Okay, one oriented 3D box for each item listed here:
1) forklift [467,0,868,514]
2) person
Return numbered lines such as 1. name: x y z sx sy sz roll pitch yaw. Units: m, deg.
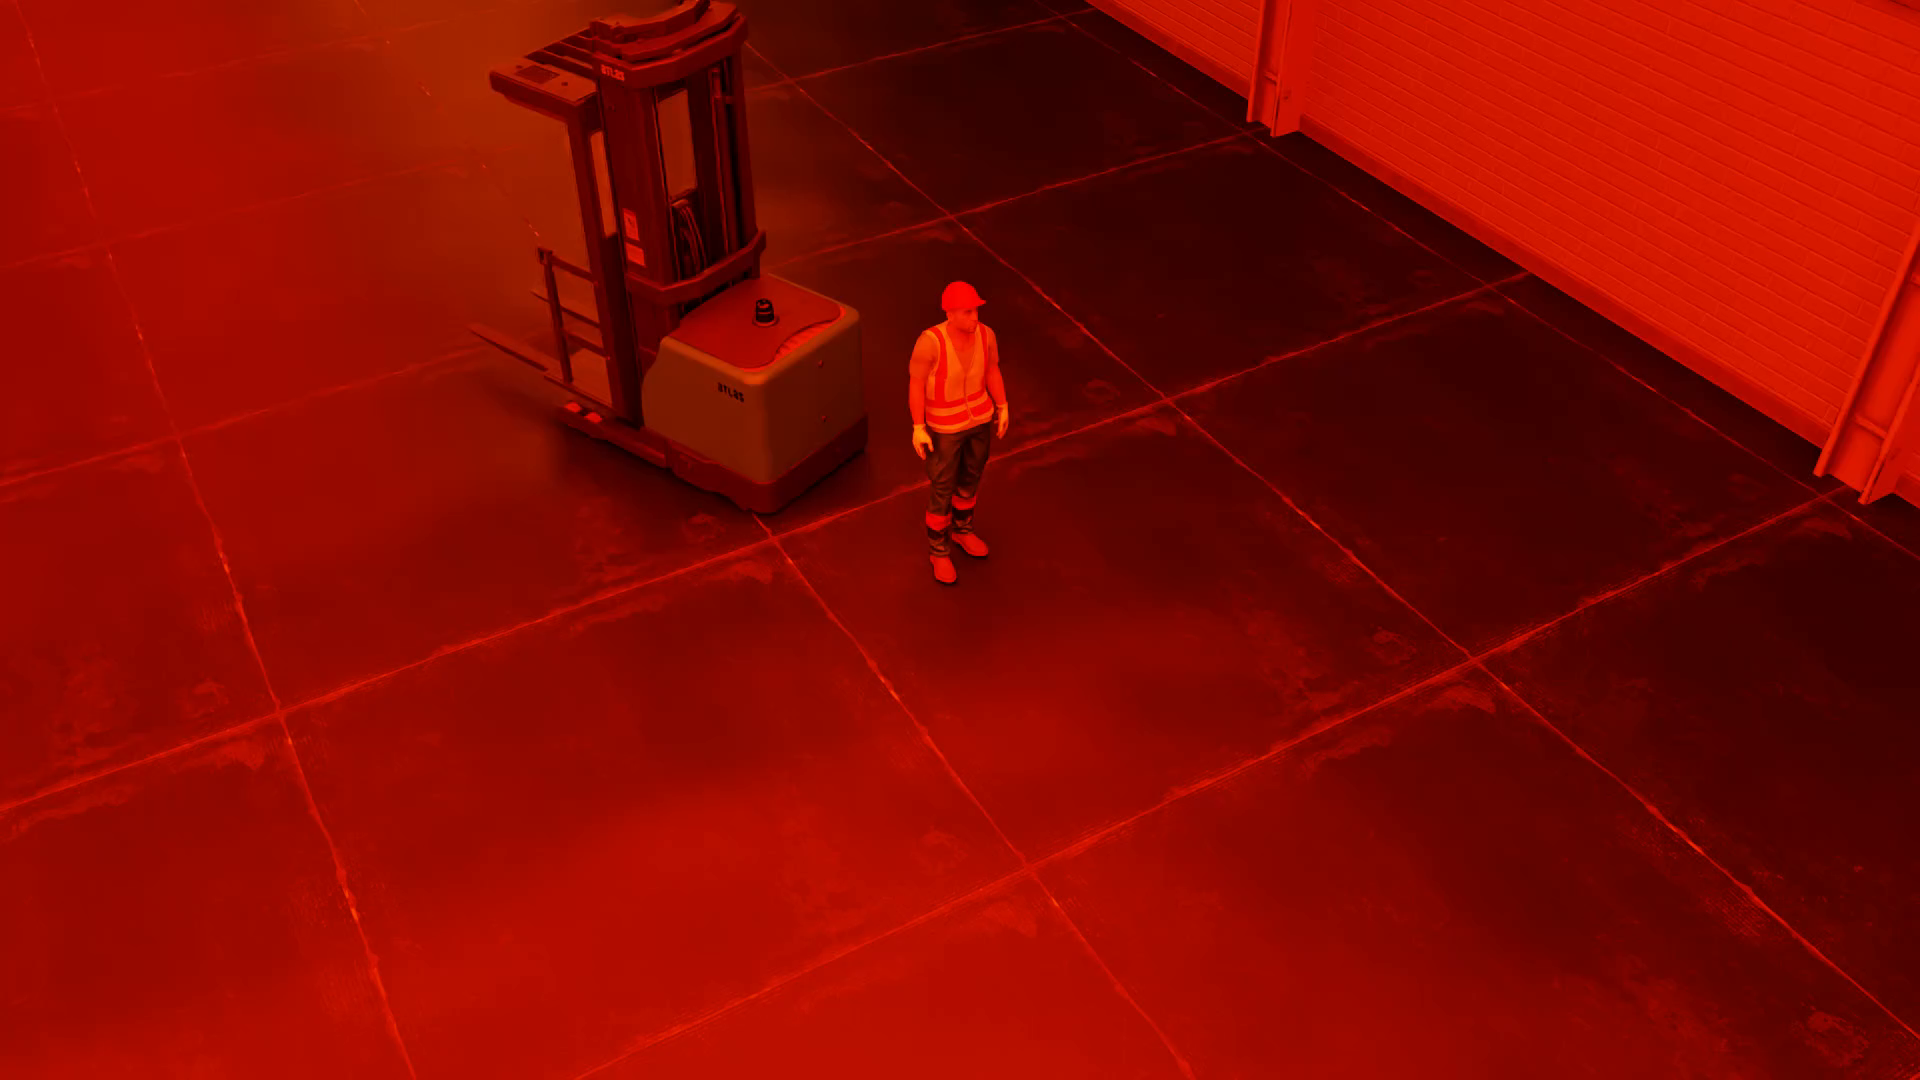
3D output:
1. forklift: -2.090 -2.059 10.518 3.031 2.935 1.130 26 46 28
2. person: 0.030 -0.646 9.698 0.637 1.790 0.562 -20 44 -23
